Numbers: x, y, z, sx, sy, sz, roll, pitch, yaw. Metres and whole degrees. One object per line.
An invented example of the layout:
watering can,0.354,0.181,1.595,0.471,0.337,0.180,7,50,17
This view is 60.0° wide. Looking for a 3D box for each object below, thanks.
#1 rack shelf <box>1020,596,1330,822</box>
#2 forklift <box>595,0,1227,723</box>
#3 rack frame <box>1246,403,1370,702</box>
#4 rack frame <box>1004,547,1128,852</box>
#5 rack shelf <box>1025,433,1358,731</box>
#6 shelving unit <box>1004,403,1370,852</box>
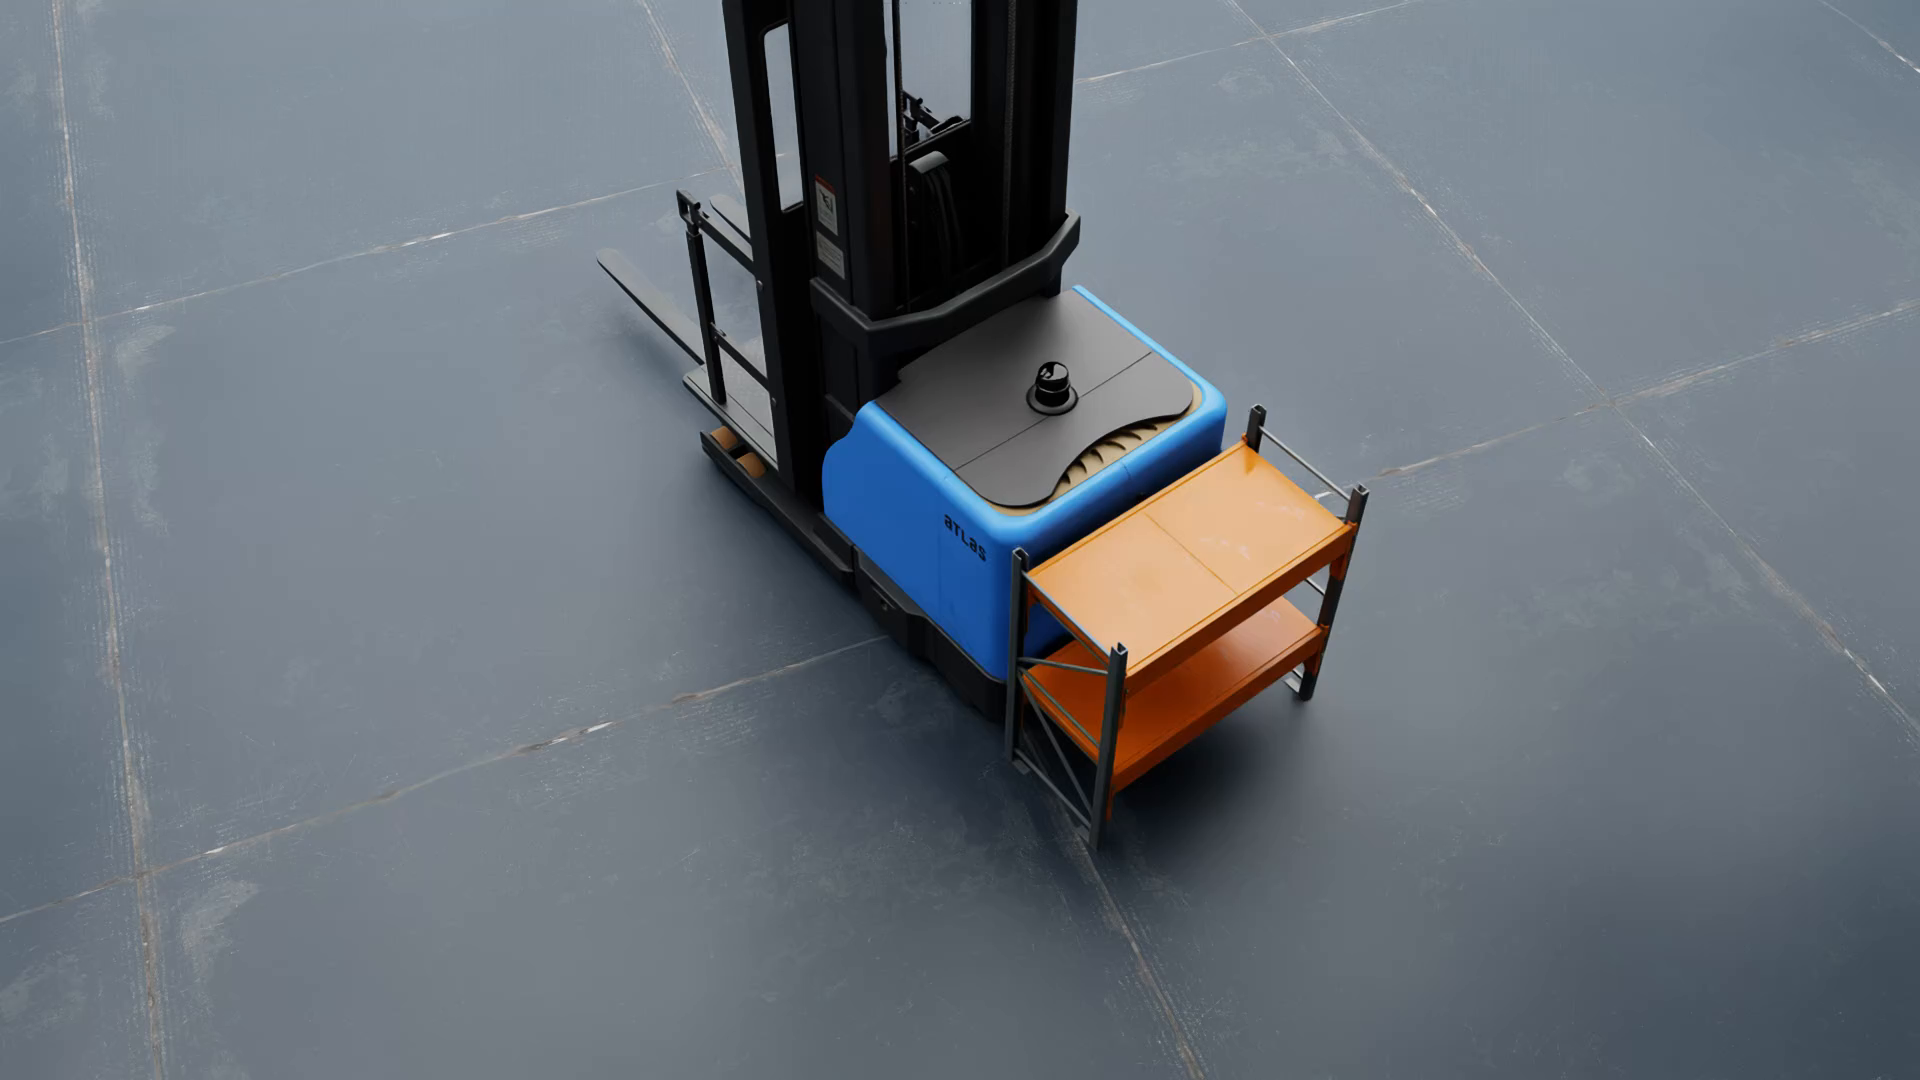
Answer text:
rack shelf,0.725,0.465,5.772,1.000,0.278,0.538,-31,56,-24
forklift,-0.404,-1.361,5.828,1.130,2.935,3.031,-32,56,-24
rack frame,1.126,0.069,5.790,0.032,1.125,0.500,-31,56,-24
rack frame,0.324,0.543,5.382,0.032,1.125,0.500,-31,56,-24
rack shelf,0.725,0.116,5.364,1.000,0.278,0.538,-31,56,-24
shelving unit,0.725,0.306,5.586,1.048,1.125,0.538,-31,56,-24
